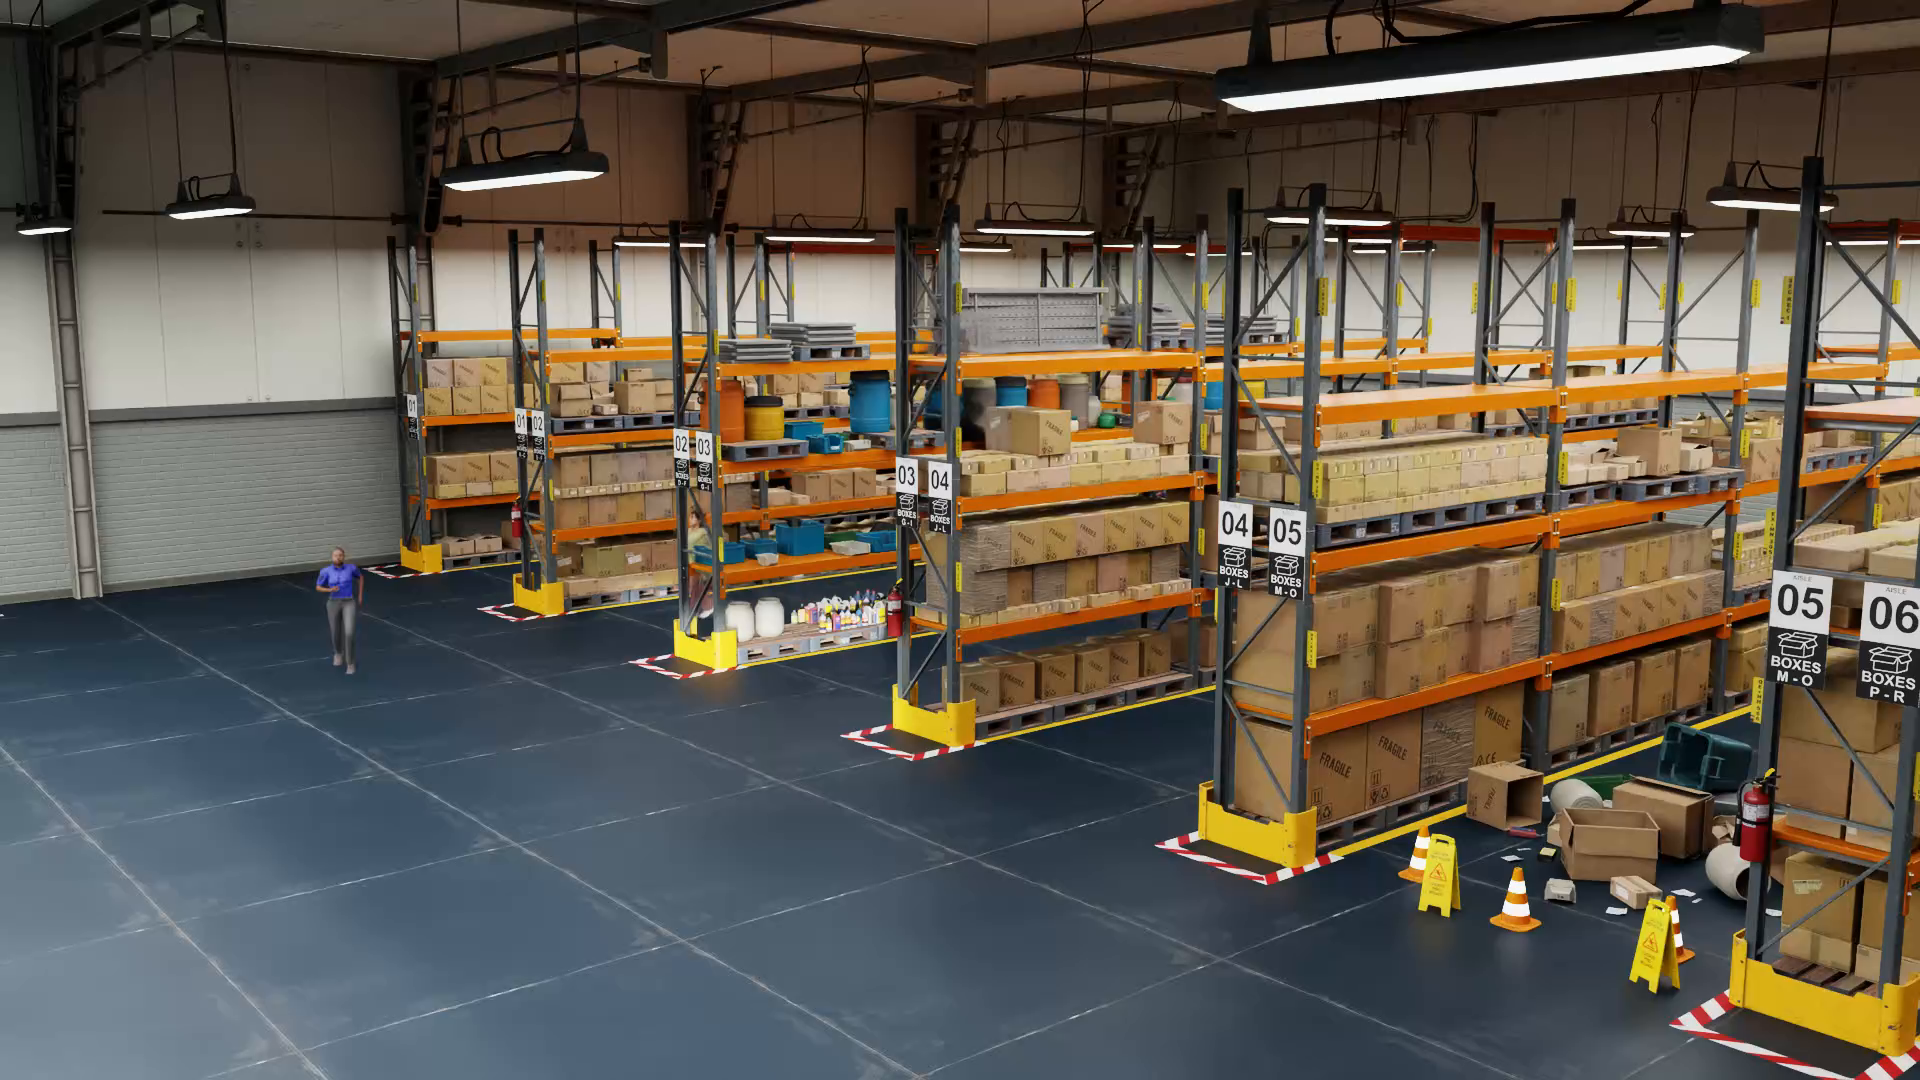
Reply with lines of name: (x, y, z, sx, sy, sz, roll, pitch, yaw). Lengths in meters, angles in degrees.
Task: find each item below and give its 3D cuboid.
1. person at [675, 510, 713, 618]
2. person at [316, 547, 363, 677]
person: (-3.901, 0.413, 24.511, 0.565, 1.711, 0.768, 8, 12, 43)
person: (-8.307, 0.929, 22.283, 0.584, 1.708, 0.805, -4, 9, -22)
